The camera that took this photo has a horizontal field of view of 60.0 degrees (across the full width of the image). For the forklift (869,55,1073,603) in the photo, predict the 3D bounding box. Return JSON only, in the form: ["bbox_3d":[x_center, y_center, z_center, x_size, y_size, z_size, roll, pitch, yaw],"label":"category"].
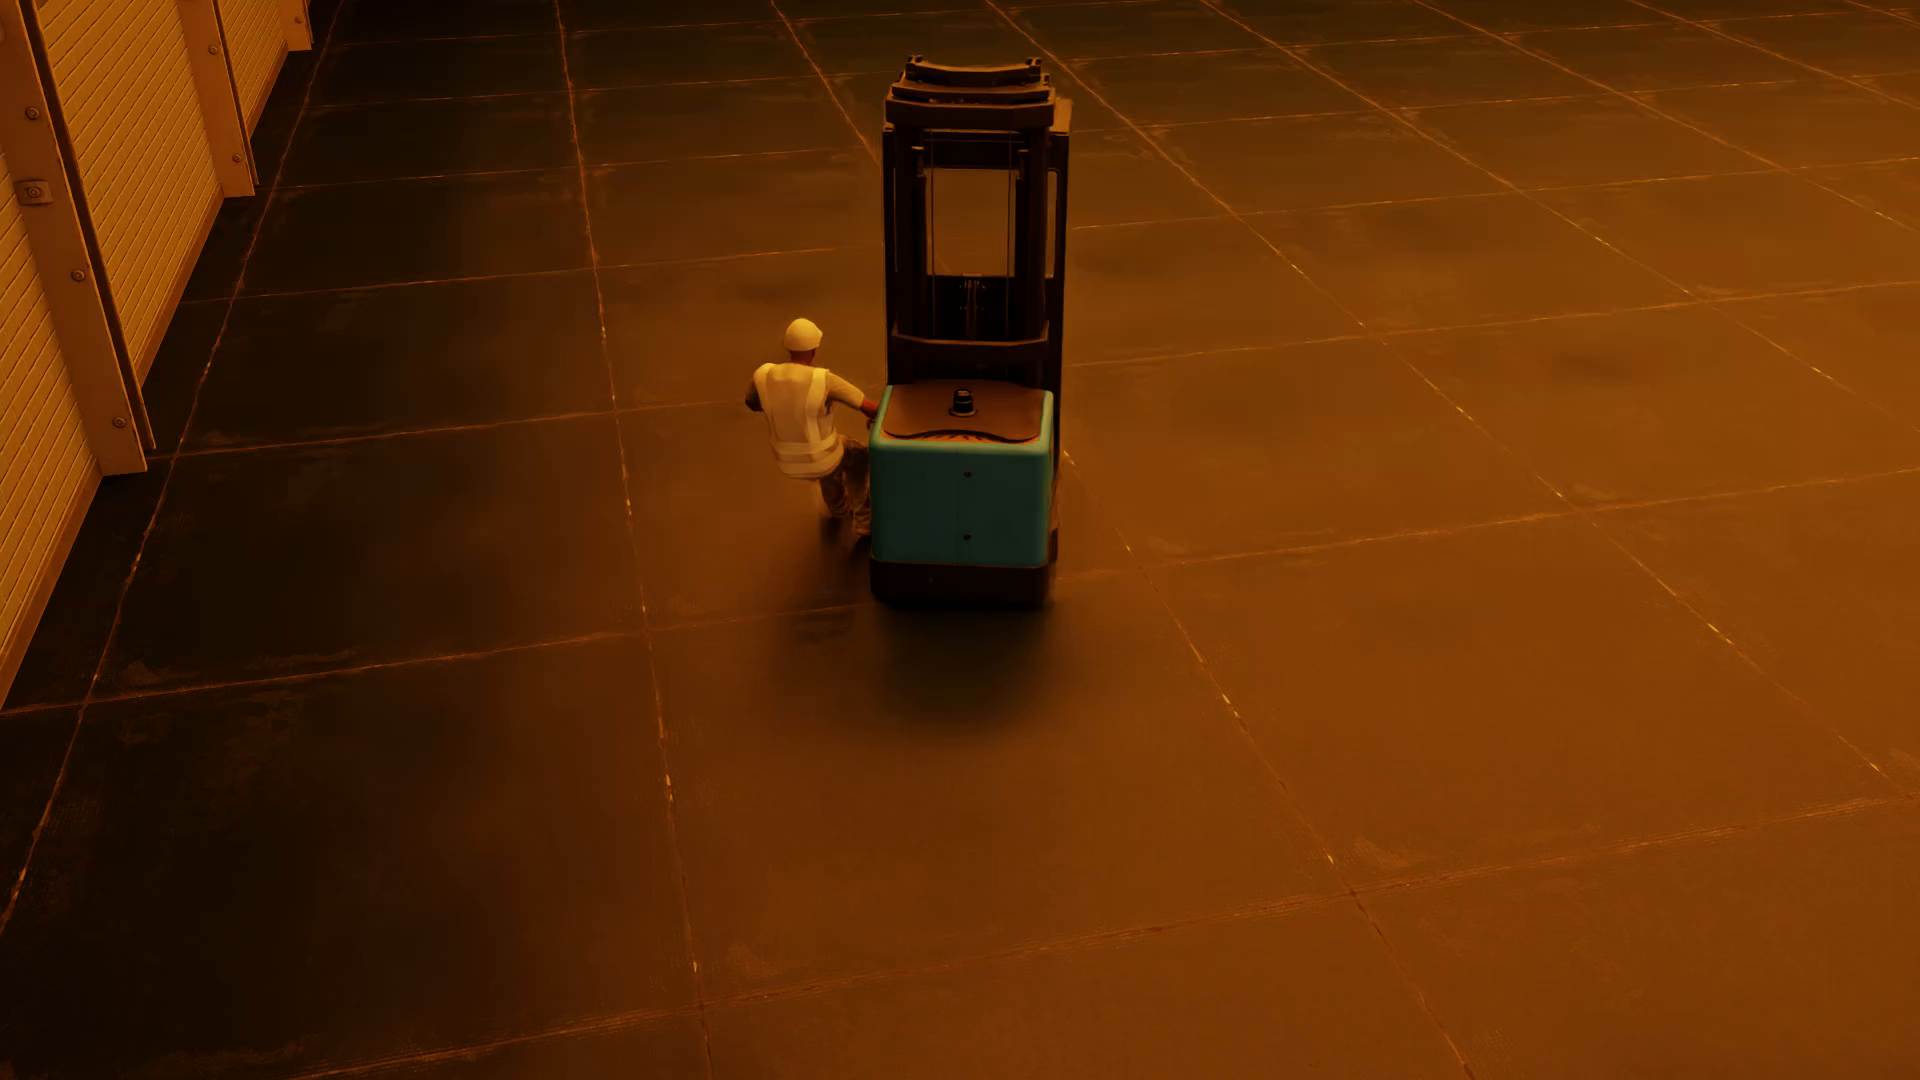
[{"bbox_3d":[0.114,-1.610,10.355,1.130,2.935,3.031,2,30,4],"label":"forklift"}]

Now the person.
[{"bbox_3d":[-0.837,-0.700,10.236,0.846,1.567,0.913,8,31,13],"label":"person"}]
